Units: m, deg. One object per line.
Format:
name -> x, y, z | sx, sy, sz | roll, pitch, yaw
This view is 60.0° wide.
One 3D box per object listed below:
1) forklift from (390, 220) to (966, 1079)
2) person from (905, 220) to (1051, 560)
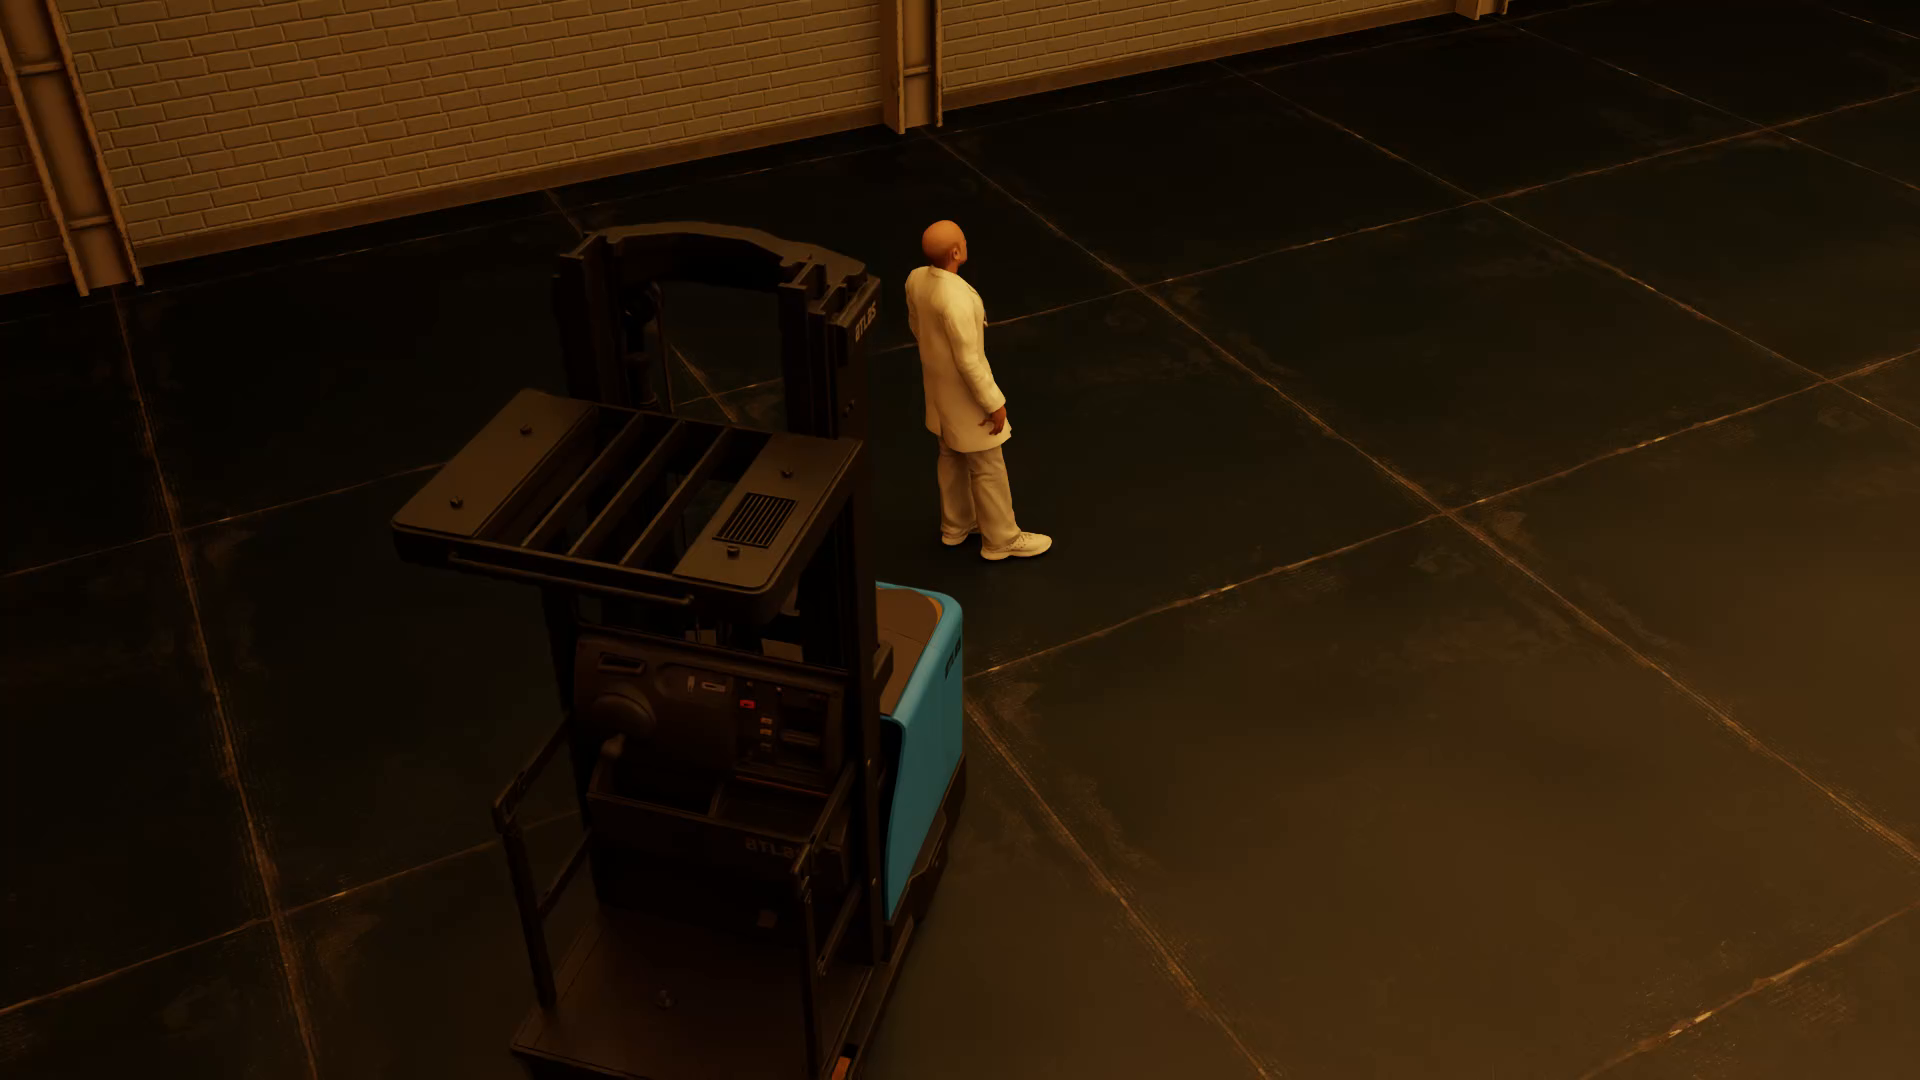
forklift -> -0.879, 0.634, 5.226 | 1.130, 2.935, 3.031 | 10, 36, 13
person -> 0.083, -0.754, 8.178 | 0.578, 1.777, 0.696 | -17, 39, -23
